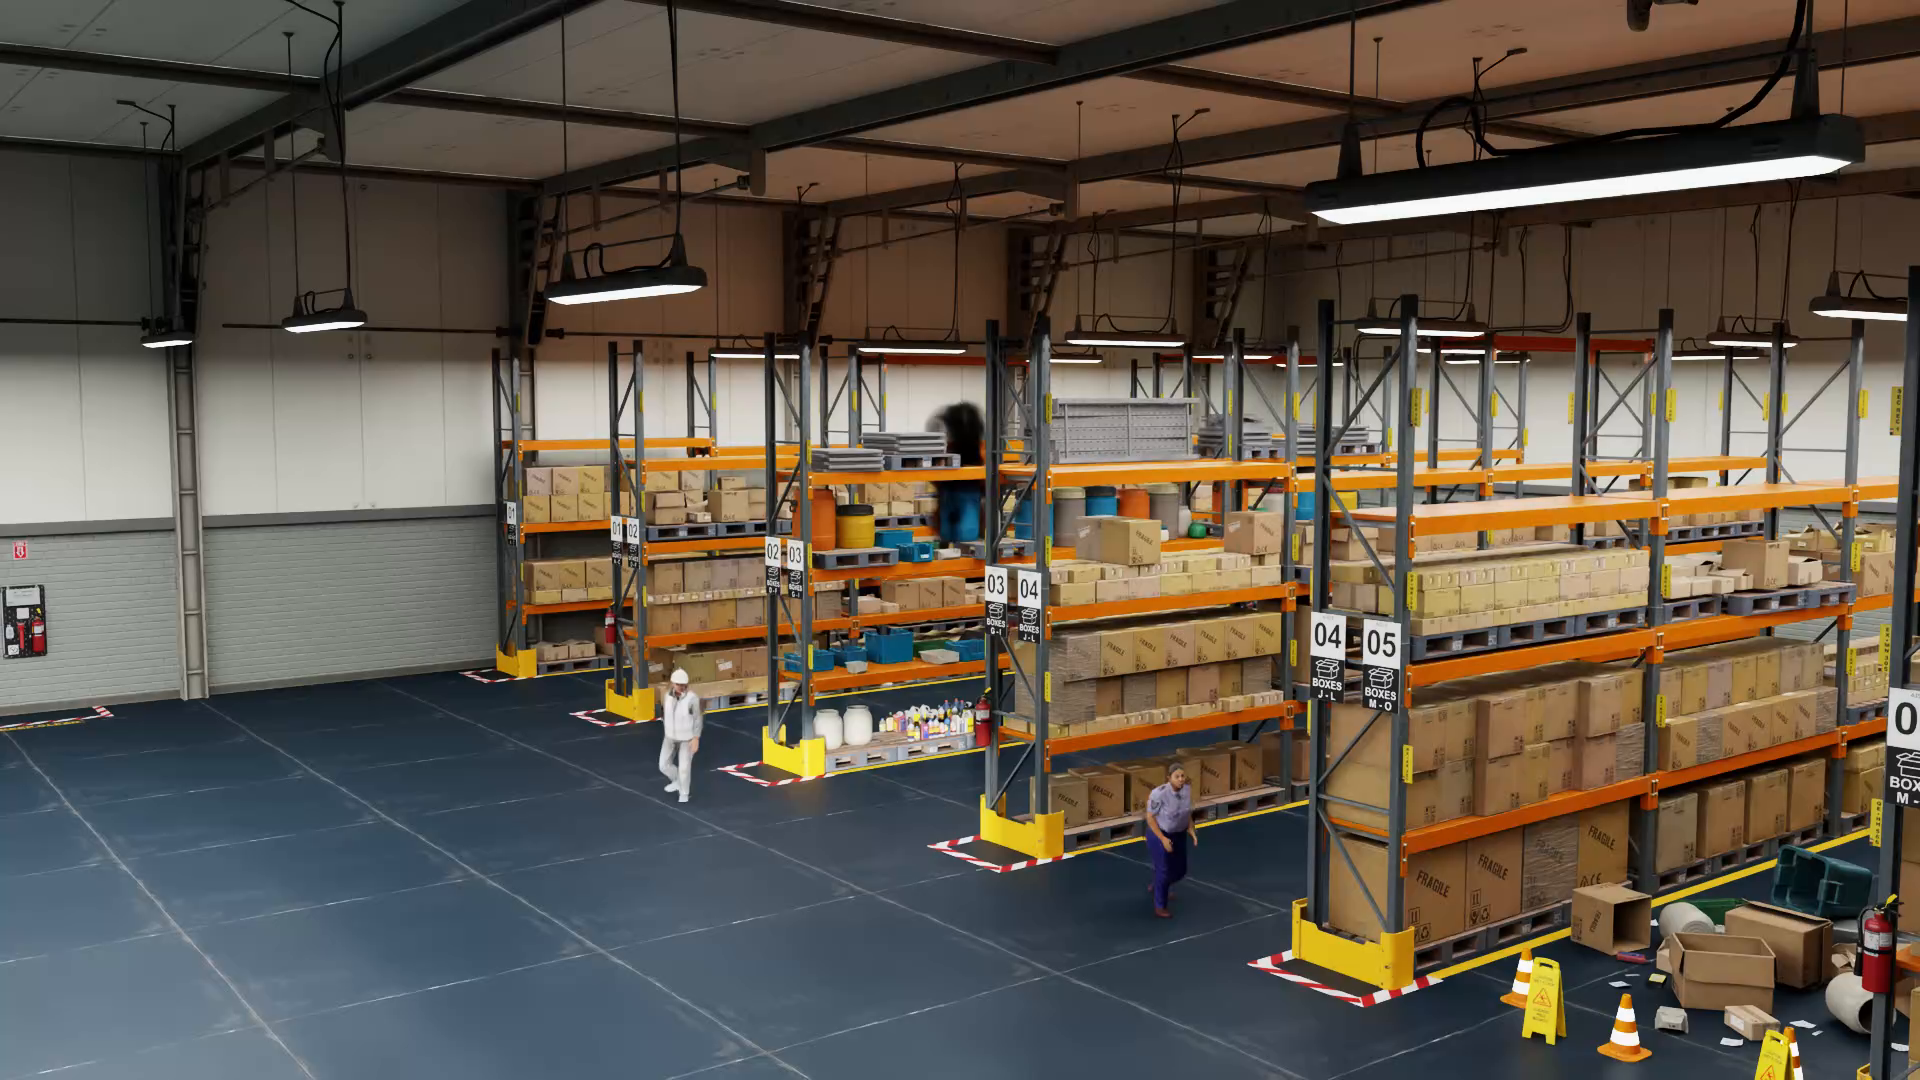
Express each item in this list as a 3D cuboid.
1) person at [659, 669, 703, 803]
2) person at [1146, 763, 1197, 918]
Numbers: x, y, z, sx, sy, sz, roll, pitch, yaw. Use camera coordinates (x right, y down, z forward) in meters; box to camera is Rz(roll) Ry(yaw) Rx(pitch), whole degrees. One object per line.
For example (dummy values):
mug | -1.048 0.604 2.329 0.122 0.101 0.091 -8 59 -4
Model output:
person | -3.531 2.465 20.988 0.692 1.735 0.598 2 5 20
person | 2.037 2.940 16.490 0.616 1.561 0.718 -3 6 -29
